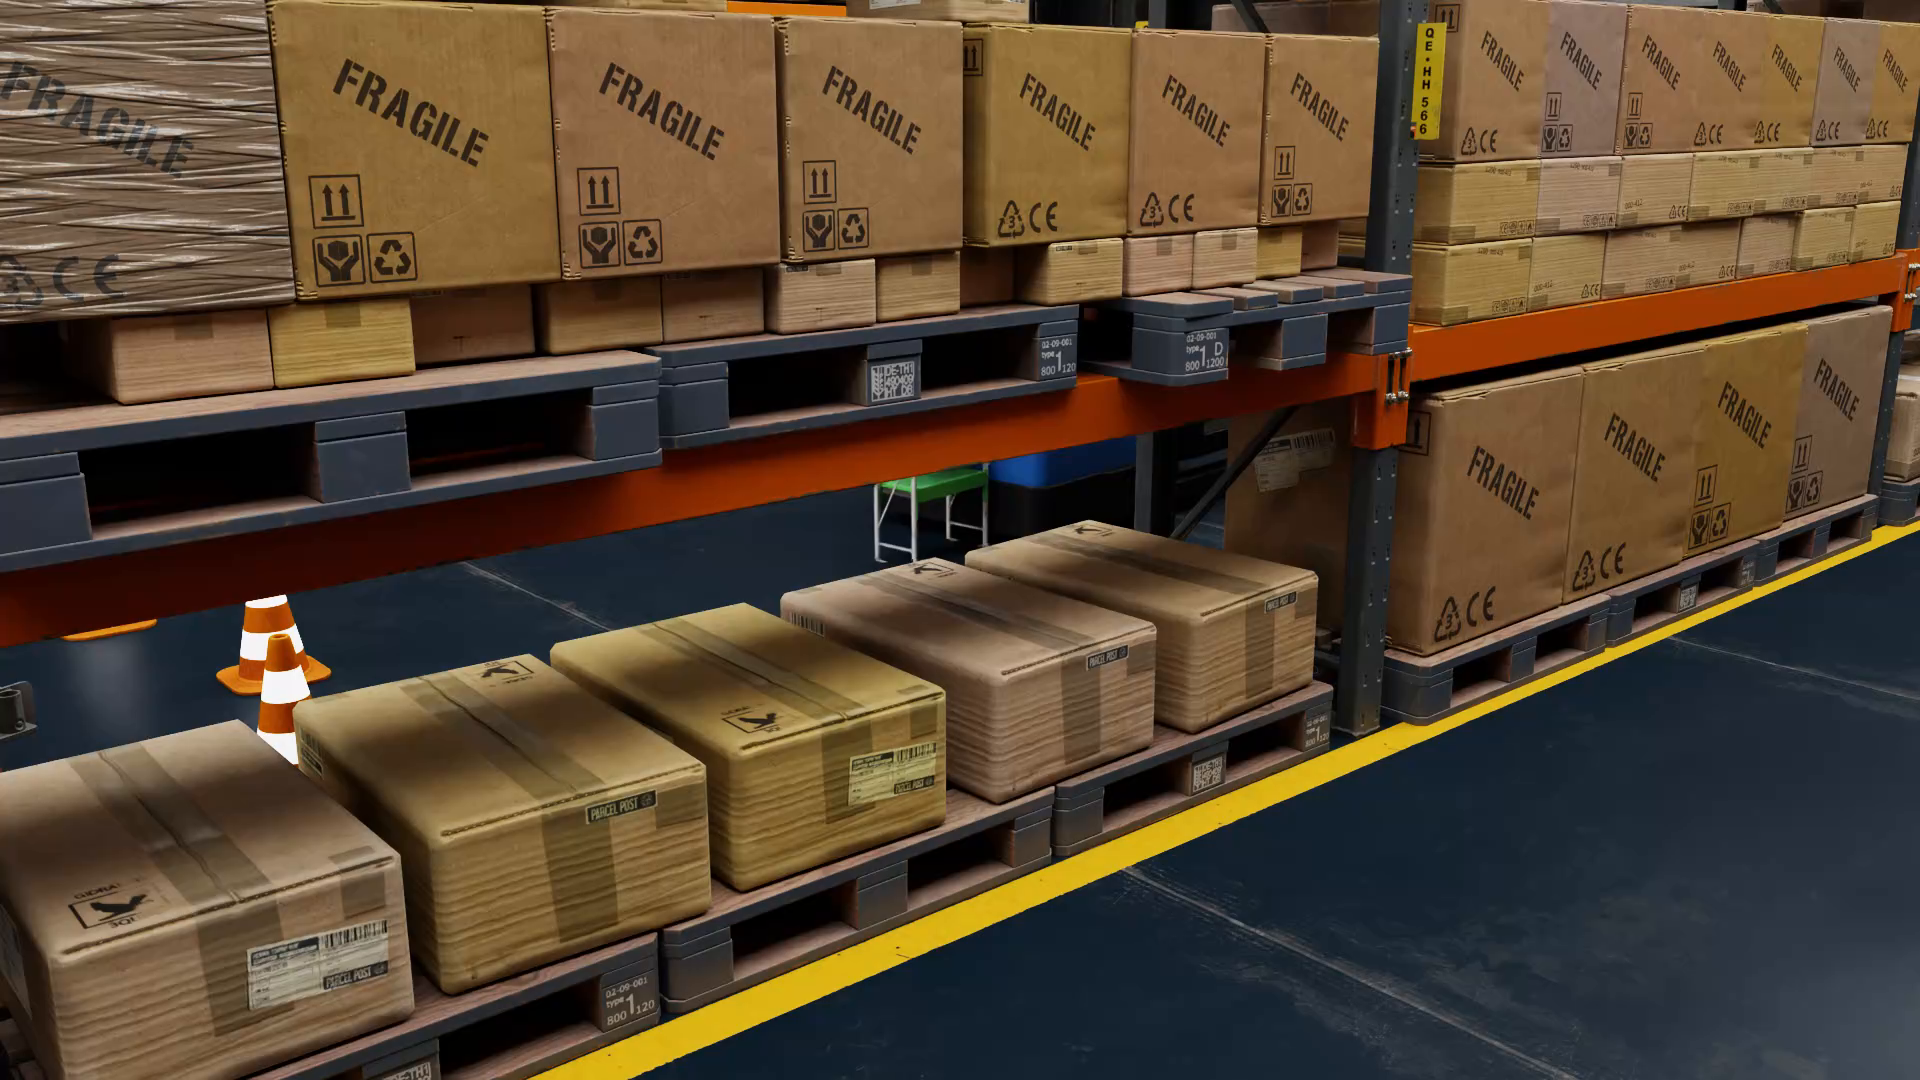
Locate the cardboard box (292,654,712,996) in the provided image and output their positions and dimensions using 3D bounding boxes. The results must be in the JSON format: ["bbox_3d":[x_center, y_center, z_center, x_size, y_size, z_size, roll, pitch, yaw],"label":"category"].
[{"bbox_3d":[-1.090,0.619,3.900,0.625,0.372,0.950,-11,19,-36],"label":"cardboard box"}]

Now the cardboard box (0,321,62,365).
[{"bbox_3d":[-1.817,-0.459,3.328,0.250,0.149,0.380,-12,19,-39],"label":"cardboard box"}]

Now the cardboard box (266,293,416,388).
[{"bbox_3d":[-1.206,-0.390,3.072,0.250,0.149,0.380,-12,19,-38],"label":"cardboard box"}]

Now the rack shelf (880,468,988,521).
[{"bbox_3d":[-0.125,-0.222,7.433,0.258,0.148,0.480,12,19,38],"label":"rack shelf"}]

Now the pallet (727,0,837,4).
[{"bbox_3d":[-1.870,-5.064,15.254,1.213,0.211,1.003,-13,19,-39],"label":"pallet"}]

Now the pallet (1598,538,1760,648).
[{"bbox_3d":[2.558,0.109,6.933,1.213,0.211,1.003,-13,19,-39],"label":"pallet"}]

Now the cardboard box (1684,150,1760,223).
[{"bbox_3d":[2.704,-1.373,6.401,0.500,0.250,0.500,-12,19,-38],"label":"cardboard box"}]

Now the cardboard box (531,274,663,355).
[{"bbox_3d":[-0.820,-0.489,3.441,0.250,0.149,0.380,-12,19,-39],"label":"cardboard box"}]

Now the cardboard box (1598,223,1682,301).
[{"bbox_3d":[2.303,-1.054,6.172,0.500,0.250,0.500,-12,19,-38],"label":"cardboard box"}]

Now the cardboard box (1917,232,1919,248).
[{"bbox_3d":[4.537,-1.668,7.990,0.500,0.500,0.500,-12,19,-38],"label":"cardboard box"}]

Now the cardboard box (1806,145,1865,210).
[{"bbox_3d":[3.466,-1.552,7.071,0.500,0.250,0.500,-12,19,-38],"label":"cardboard box"}]

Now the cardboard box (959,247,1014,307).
[{"bbox_3d":[-0.081,-0.675,4.136,0.250,0.149,0.380,-12,19,-39],"label":"cardboard box"}]

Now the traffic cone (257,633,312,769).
[{"bbox_3d":[-2.008,0.507,4.956,0.334,0.463,0.336,-13,19,-39],"label":"traffic cone"}]

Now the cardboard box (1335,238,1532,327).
[{"bbox_3d":[1.528,-0.875,5.505,0.500,0.250,0.500,-13,20,-40],"label":"cardboard box"}]

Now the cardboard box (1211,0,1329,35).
[{"bbox_3d":[1.212,-1.584,5.735,0.500,0.500,0.500,-13,20,-41],"label":"cardboard box"}]

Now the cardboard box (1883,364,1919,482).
[{"bbox_3d":[4.555,-0.642,8.492,0.875,0.438,0.875,-13,20,-40],"label":"cardboard box"}]

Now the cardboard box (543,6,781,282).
[{"bbox_3d":[-0.723,-0.821,3.427,0.500,0.500,0.500,-13,20,-40],"label":"cardboard box"}]

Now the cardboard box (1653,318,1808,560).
[{"bbox_3d":[2.919,-0.493,7.086,0.875,0.875,0.875,-12,19,-38],"label":"cardboard box"}]

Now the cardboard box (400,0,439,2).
[{"bbox_3d":[-1.313,-1.186,3.537,0.250,0.149,0.380,-13,20,-41],"label":"cardboard box"}]

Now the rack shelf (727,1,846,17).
[{"bbox_3d":[-0.986,-4.961,16.092,4.000,0.370,1.077,-13,19,-39],"label":"rack shelf"}]

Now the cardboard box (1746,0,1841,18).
[{"bbox_3d":[4.034,-2.550,8.097,0.250,0.149,0.380,-13,20,-40],"label":"cardboard box"}]

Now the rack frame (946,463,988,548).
[{"bbox_3d":[0.032,-0.564,7.535,0.240,1.200,0.015,12,19,38],"label":"rack frame"}]

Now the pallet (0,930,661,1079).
[{"bbox_3d":[-1.438,0.979,3.677,1.213,0.211,1.003,-13,19,-39],"label":"pallet"}]

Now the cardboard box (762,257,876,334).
[{"bbox_3d":[-0.398,-0.565,3.727,0.250,0.149,0.380,-12,19,-37],"label":"cardboard box"}]

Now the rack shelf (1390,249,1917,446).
[{"bbox_3d":[2.502,-0.905,6.720,4.000,0.370,1.077,-13,19,-39],"label":"rack shelf"}]

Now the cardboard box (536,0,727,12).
[{"bbox_3d":[-0.685,-1.159,3.437,0.250,0.149,0.380,-11,19,-36],"label":"cardboard box"}]

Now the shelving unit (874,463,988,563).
[{"bbox_3d":[-0.125,-0.515,7.354,0.258,1.200,0.503,12,19,38],"label":"shelving unit"}]

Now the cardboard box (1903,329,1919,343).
[{"bbox_3d":[5.911,-0.946,9.631,0.875,0.438,0.875,-12,19,-38],"label":"cardboard box"}]

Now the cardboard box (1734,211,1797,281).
[{"bbox_3d":[3.060,-1.226,6.819,0.500,0.250,0.500,-13,20,-41],"label":"cardboard box"}]

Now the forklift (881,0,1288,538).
[{"bbox_3d":[0.935,-1.722,8.517,1.130,2.935,3.031,12,19,38],"label":"forklift"}]

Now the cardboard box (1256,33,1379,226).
[{"bbox_3d":[0.833,-1.178,4.762,0.500,0.500,0.500,-13,20,-41],"label":"cardboard box"}]

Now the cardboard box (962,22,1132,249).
[{"bbox_3d":[0.070,-1.002,4.106,0.500,0.500,0.500,-14,21,-43],"label":"cardboard box"}]

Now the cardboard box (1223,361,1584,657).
[{"bbox_3d":[1.569,-0.191,5.956,0.875,0.875,0.875,-13,20,-40],"label":"cardboard box"}]

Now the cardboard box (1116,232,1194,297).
[{"bbox_3d":[0.390,-0.742,4.389,0.250,0.149,0.380,-14,20,-42],"label":"cardboard box"}]

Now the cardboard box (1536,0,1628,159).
[{"bbox_3d":[1.894,-1.567,5.673,0.500,0.500,0.500,-13,19,-39],"label":"cardboard box"}]

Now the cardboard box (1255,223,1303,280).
[{"bbox_3d":[0.746,-0.835,4.735,0.250,0.149,0.380,-12,19,-39],"label":"cardboard box"}]

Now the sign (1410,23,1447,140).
[{"bbox_3d":[1.357,-1.331,4.830,0.005,0.325,0.100,-13,19,-39],"label":"sign"}]

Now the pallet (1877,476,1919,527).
[{"bbox_3d":[4.636,-0.358,8.681,1.213,0.211,1.003,-13,19,-39],"label":"pallet"}]

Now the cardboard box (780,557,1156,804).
[{"bbox_3d":[0.009,0.373,4.819,0.625,0.372,0.950,-13,20,-40],"label":"cardboard box"}]

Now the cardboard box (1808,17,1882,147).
[{"bbox_3d":[3.453,-1.909,6.954,0.500,0.500,0.500,-12,19,-38],"label":"cardboard box"}]

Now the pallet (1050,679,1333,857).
[{"bbox_3d":[0.403,0.565,5.224,1.213,0.211,1.003,-13,19,-39],"label":"pallet"}]

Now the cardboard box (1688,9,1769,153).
[{"bbox_3d":[2.677,-1.737,6.307,0.500,0.500,0.500,-12,19,-38],"label":"cardboard box"}]

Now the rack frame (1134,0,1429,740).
[{"bbox_3d":[0.993,-0.914,5.359,0.127,3.000,1.000,-13,19,-39],"label":"rack frame"}]

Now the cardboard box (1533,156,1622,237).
[{"bbox_3d":[1.928,-1.208,5.782,0.500,0.250,0.500,-12,19,-38],"label":"cardboard box"}]

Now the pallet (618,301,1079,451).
[{"bbox_3d":[-0.473,-0.478,4.098,1.213,0.211,1.003,-13,19,-39],"label":"pallet"}]

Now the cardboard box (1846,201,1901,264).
[{"bbox_3d":[3.838,-1.394,7.447,0.500,0.250,0.500,-13,20,-41],"label":"cardboard box"}]

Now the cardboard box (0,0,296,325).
[{"bbox_3d":[-1.482,-0.655,2.805,0.500,0.500,0.500,-12,19,-38],"label":"cardboard box"}]
